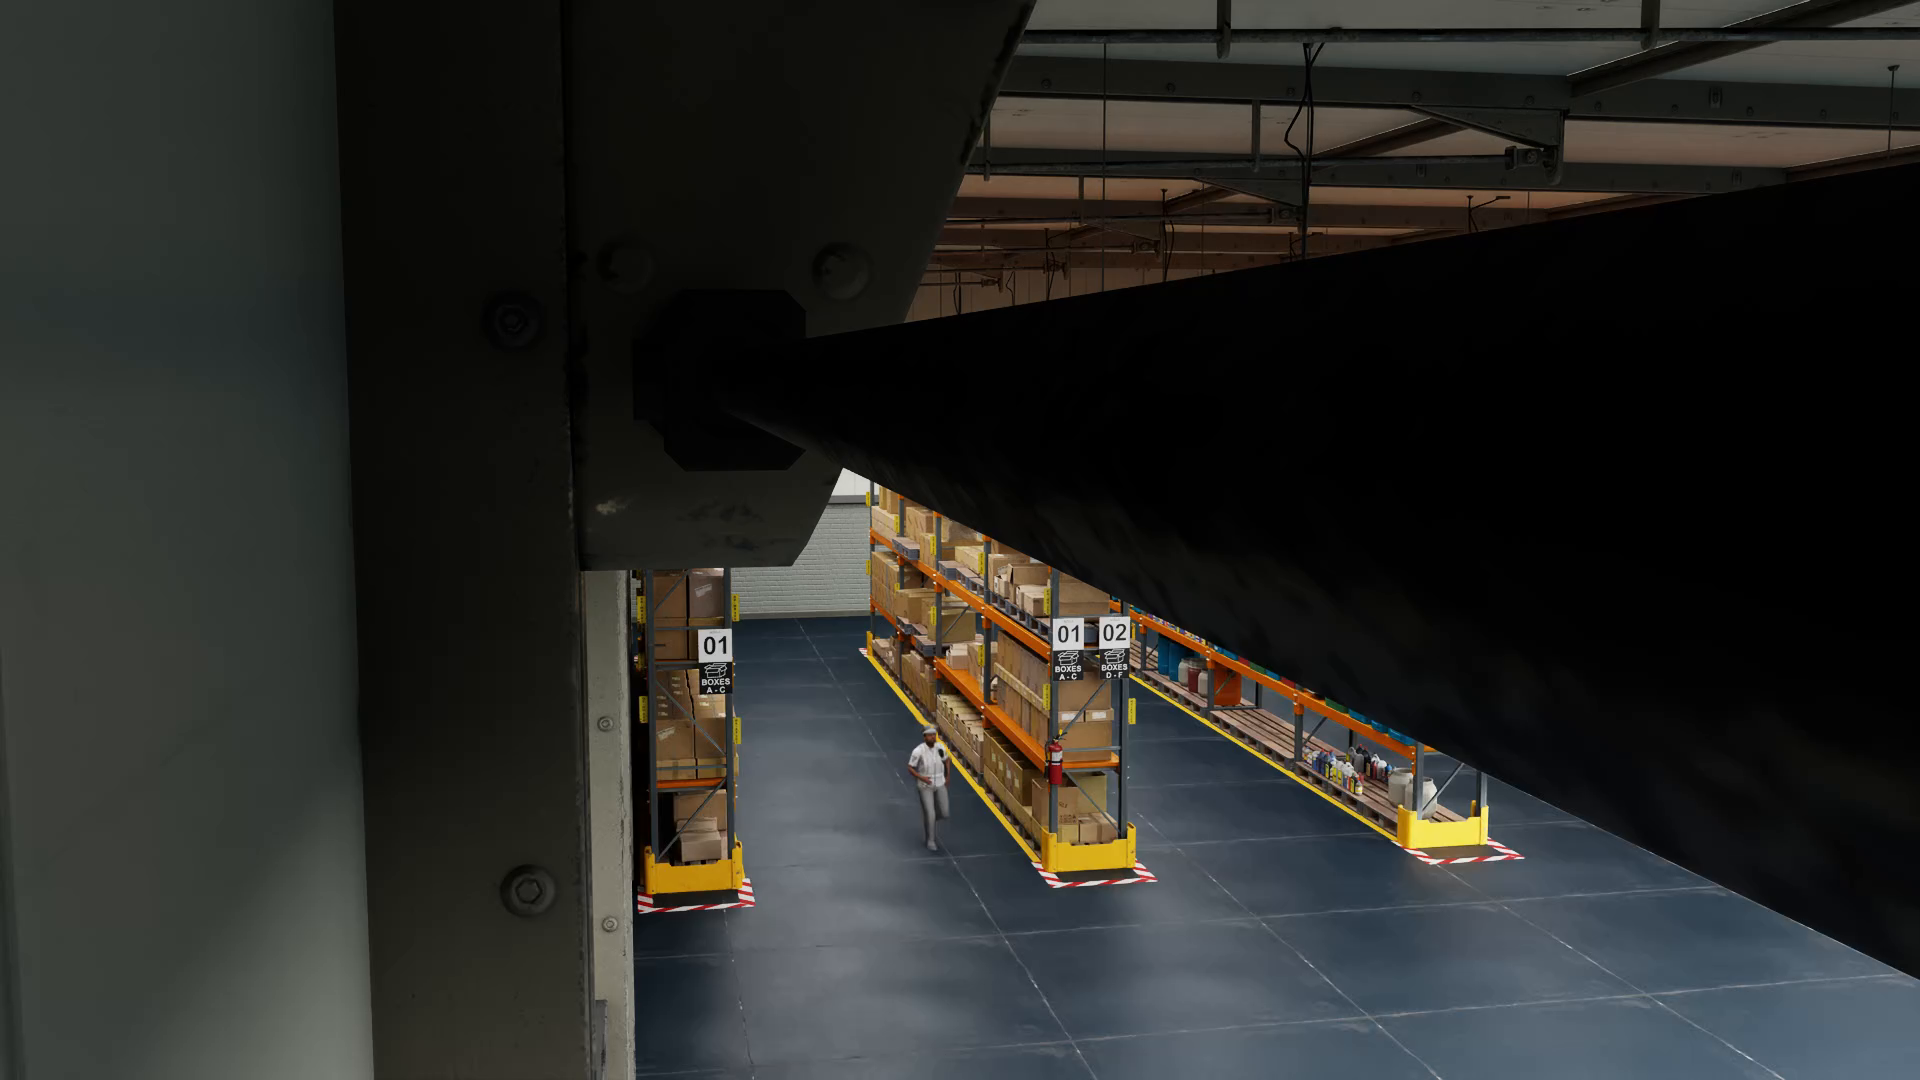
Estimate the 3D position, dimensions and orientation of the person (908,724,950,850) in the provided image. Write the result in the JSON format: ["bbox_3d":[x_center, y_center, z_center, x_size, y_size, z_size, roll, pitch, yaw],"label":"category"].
[{"bbox_3d":[-0.375,3.230,21.885,0.630,1.666,0.539,-3,7,-24],"label":"person"}]
